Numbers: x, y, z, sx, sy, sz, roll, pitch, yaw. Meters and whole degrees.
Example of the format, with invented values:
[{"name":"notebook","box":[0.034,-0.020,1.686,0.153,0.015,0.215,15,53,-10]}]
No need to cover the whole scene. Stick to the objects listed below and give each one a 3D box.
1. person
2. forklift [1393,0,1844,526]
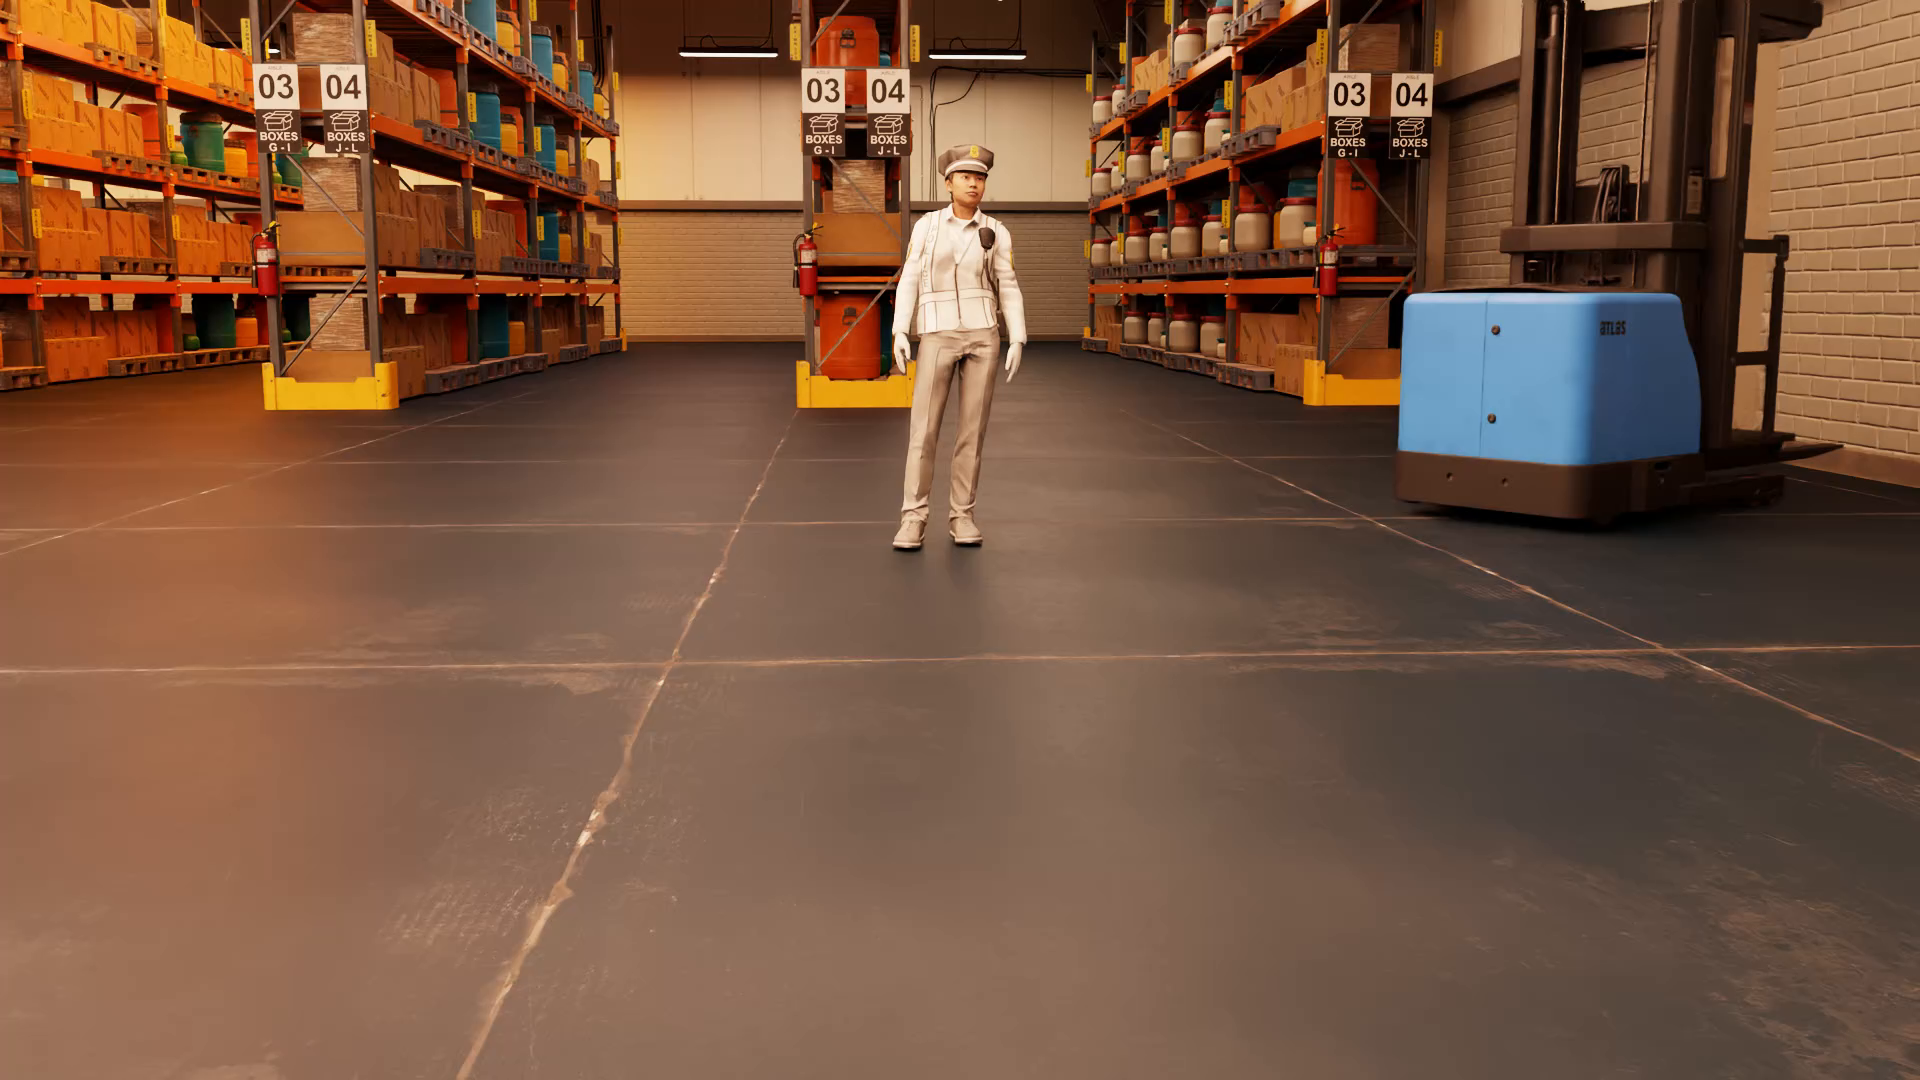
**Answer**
[{"name":"person","box":[-0.003,-0.835,7.116,0.586,1.694,0.530,-1,8,-4]},{"name":"forklift","box":[3.608,-1.665,8.542,3.031,2.935,1.130,-7,11,-38]}]
